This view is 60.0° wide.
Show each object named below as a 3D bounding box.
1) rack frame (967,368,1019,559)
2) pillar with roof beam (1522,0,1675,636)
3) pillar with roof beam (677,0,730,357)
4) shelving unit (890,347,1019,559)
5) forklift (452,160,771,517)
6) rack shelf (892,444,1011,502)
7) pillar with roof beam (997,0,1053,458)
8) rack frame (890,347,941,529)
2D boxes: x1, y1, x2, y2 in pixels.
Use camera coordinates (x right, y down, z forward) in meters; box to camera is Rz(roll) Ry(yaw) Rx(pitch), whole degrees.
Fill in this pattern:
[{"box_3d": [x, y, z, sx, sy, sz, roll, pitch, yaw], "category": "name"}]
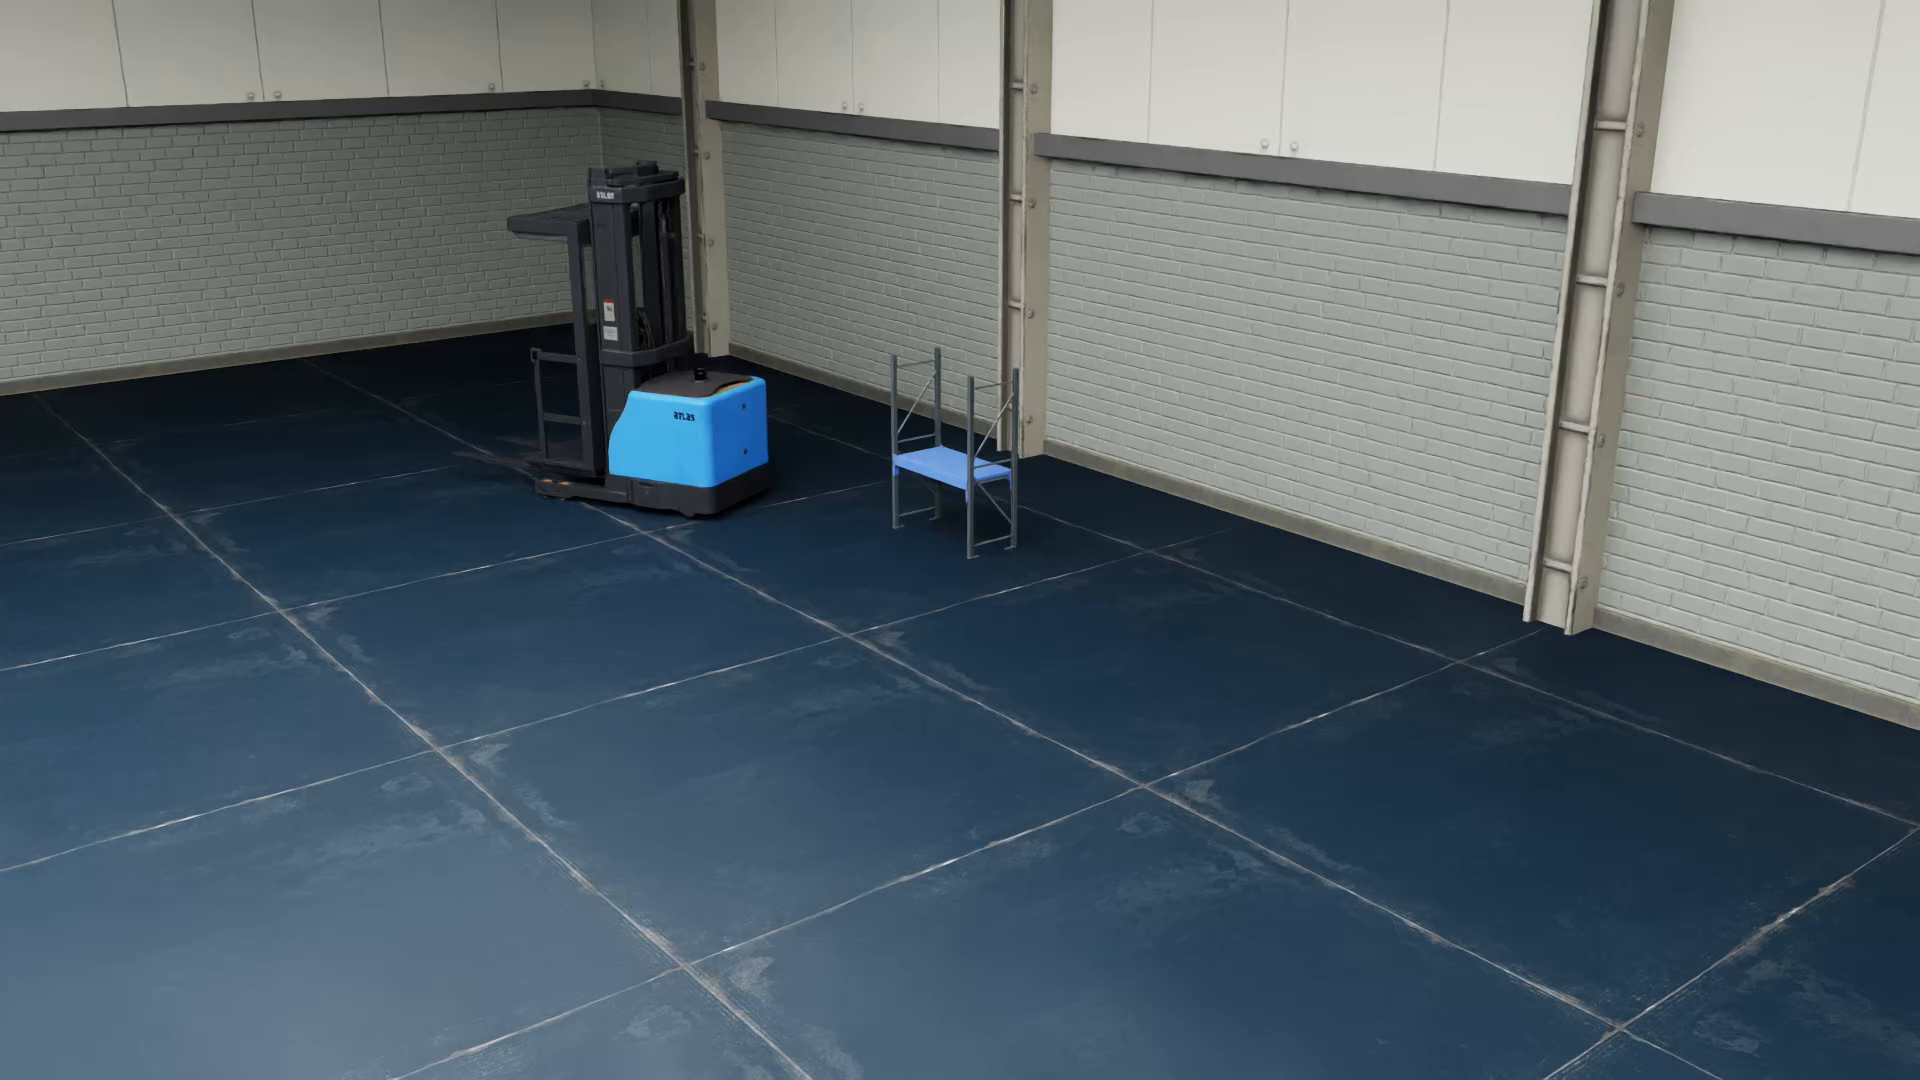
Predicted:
[{"box_3d": [0.263, -0.608, 13.312, 0.500, 1.500, 0.032, -14, 23, -36], "category": "rack frame"}, {"box_3d": [0.958, -2.829, 8.092, 9.100, 9.000, 0.400, -14, 23, -36], "category": "pillar with roof beam"}, {"box_3d": [-6.493, -5.786, 17.022, 9.100, 9.000, 0.400, -14, 23, -36], "category": "pillar with roof beam"}, {"box_3d": [-0.053, -0.733, 13.690, 0.538, 1.500, 1.048, -14, 23, -36], "category": "shelving unit"}, {"box_3d": [-3.271, -1.886, 14.897, 3.031, 2.935, 1.130, 9, 20, 24], "category": "forklift"}, {"box_3d": [-0.053, -0.562, 13.747, 0.538, 0.185, 1.000, -14, 23, -36], "category": "rack shelf"}, {"box_3d": [-2.767, -4.308, 12.557, 9.100, 9.000, 0.400, -14, 23, -36], "category": "pillar with roof beam"}, {"box_3d": [-0.369, -0.858, 14.068, 0.500, 1.500, 0.032, -14, 23, -36], "category": "rack frame"}]
